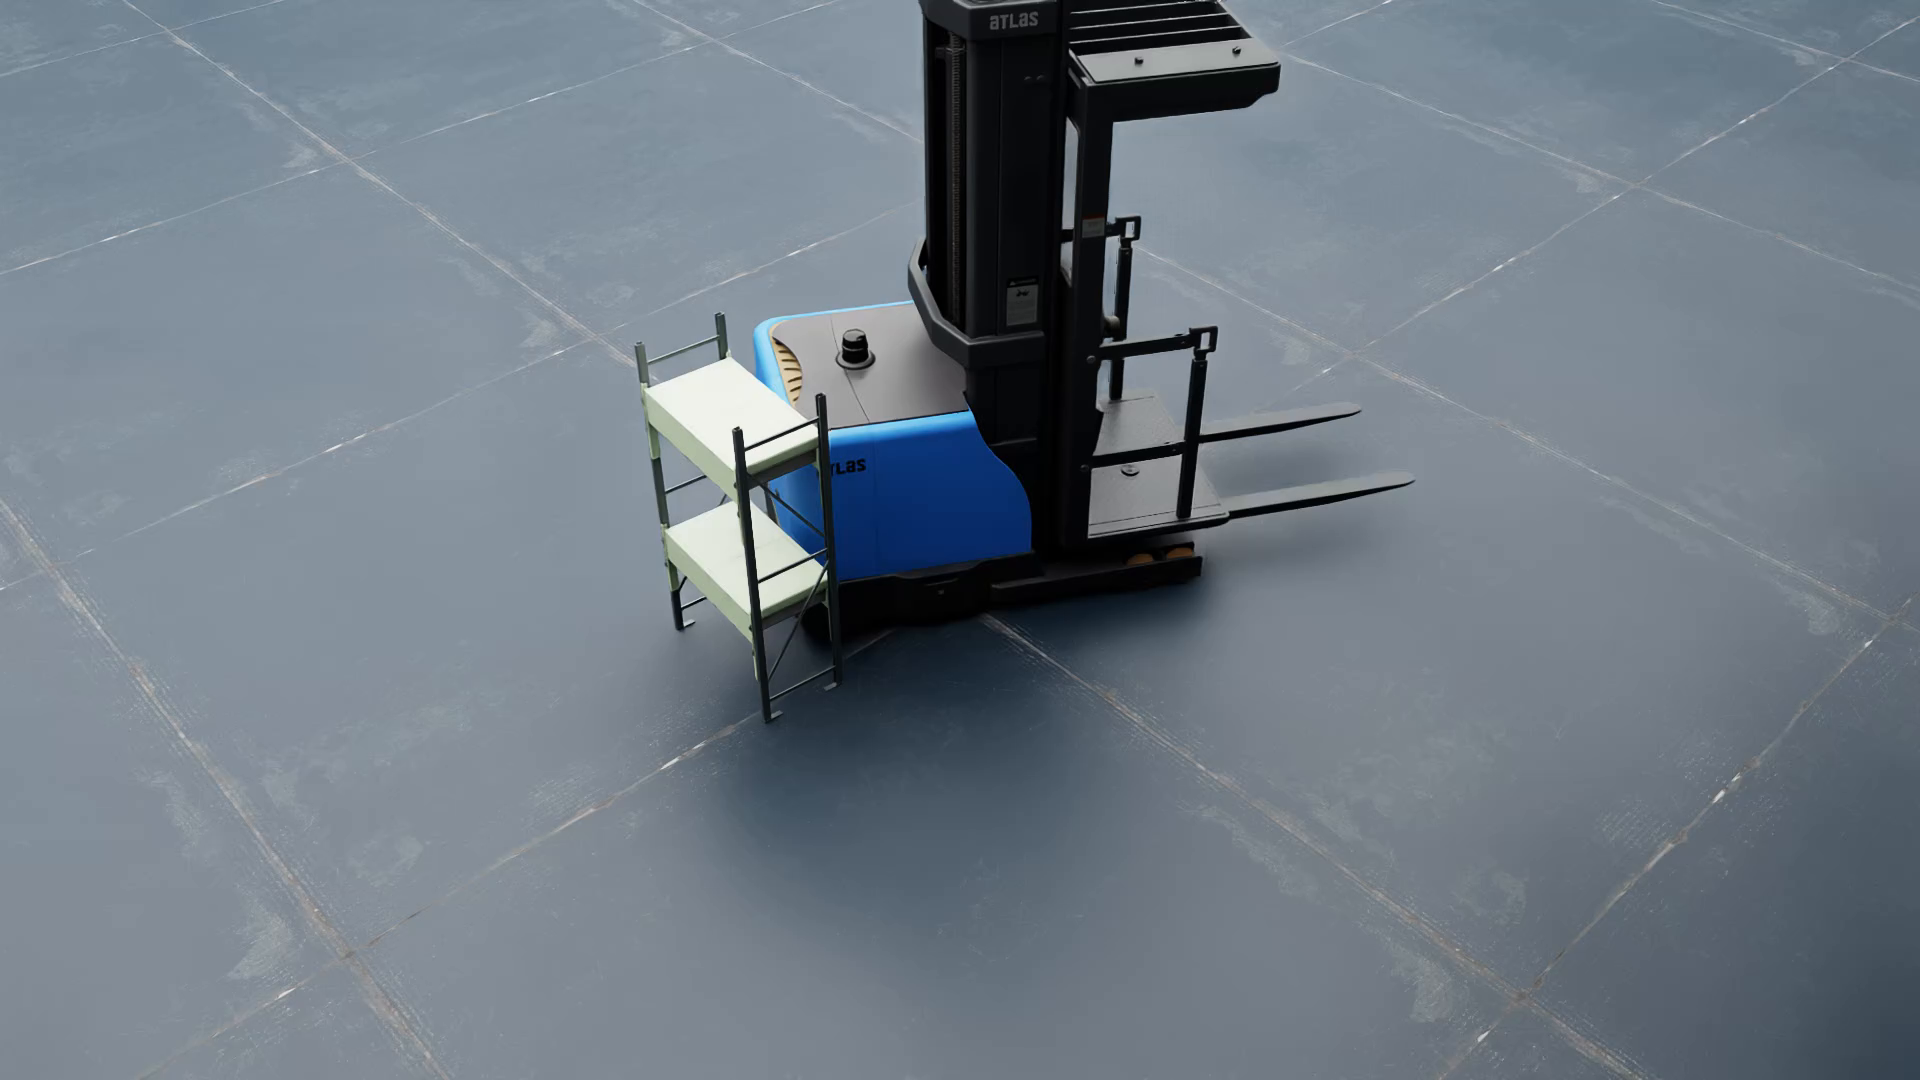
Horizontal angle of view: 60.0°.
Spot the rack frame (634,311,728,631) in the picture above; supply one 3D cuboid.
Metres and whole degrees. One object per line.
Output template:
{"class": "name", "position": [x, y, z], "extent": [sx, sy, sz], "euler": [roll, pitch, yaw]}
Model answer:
{"class": "rack frame", "position": [-1.114, -0.258, 7.084], "extent": [0.400, 1.500, 0.023], "euler": [-26, 45, -28]}

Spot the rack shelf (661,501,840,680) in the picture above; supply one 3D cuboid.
{"class": "rack shelf", "position": [-0.892, 0.178, 7.063], "extent": [0.431, 0.370, 0.720], "euler": [-26, 45, -28]}

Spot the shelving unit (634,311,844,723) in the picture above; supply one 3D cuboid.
{"class": "shelving unit", "position": [-0.892, -0.076, 6.858], "extent": [0.431, 1.500, 0.755], "euler": [-26, 45, -28]}

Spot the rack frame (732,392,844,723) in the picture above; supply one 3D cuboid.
{"class": "rack frame", "position": [-0.669, 0.107, 6.632], "extent": [0.400, 1.500, 0.023], "euler": [-26, 45, -28]}

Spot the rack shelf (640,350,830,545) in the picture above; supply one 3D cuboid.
{"class": "rack shelf", "position": [-0.892, -0.379, 6.613], "extent": [0.431, 0.370, 0.720], "euler": [-26, 45, -28]}

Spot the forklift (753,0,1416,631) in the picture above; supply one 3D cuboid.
{"class": "forklift", "position": [0.633, -1.228, 7.145], "extent": [3.031, 2.935, 1.130], "euler": [-9, 40, -11]}
